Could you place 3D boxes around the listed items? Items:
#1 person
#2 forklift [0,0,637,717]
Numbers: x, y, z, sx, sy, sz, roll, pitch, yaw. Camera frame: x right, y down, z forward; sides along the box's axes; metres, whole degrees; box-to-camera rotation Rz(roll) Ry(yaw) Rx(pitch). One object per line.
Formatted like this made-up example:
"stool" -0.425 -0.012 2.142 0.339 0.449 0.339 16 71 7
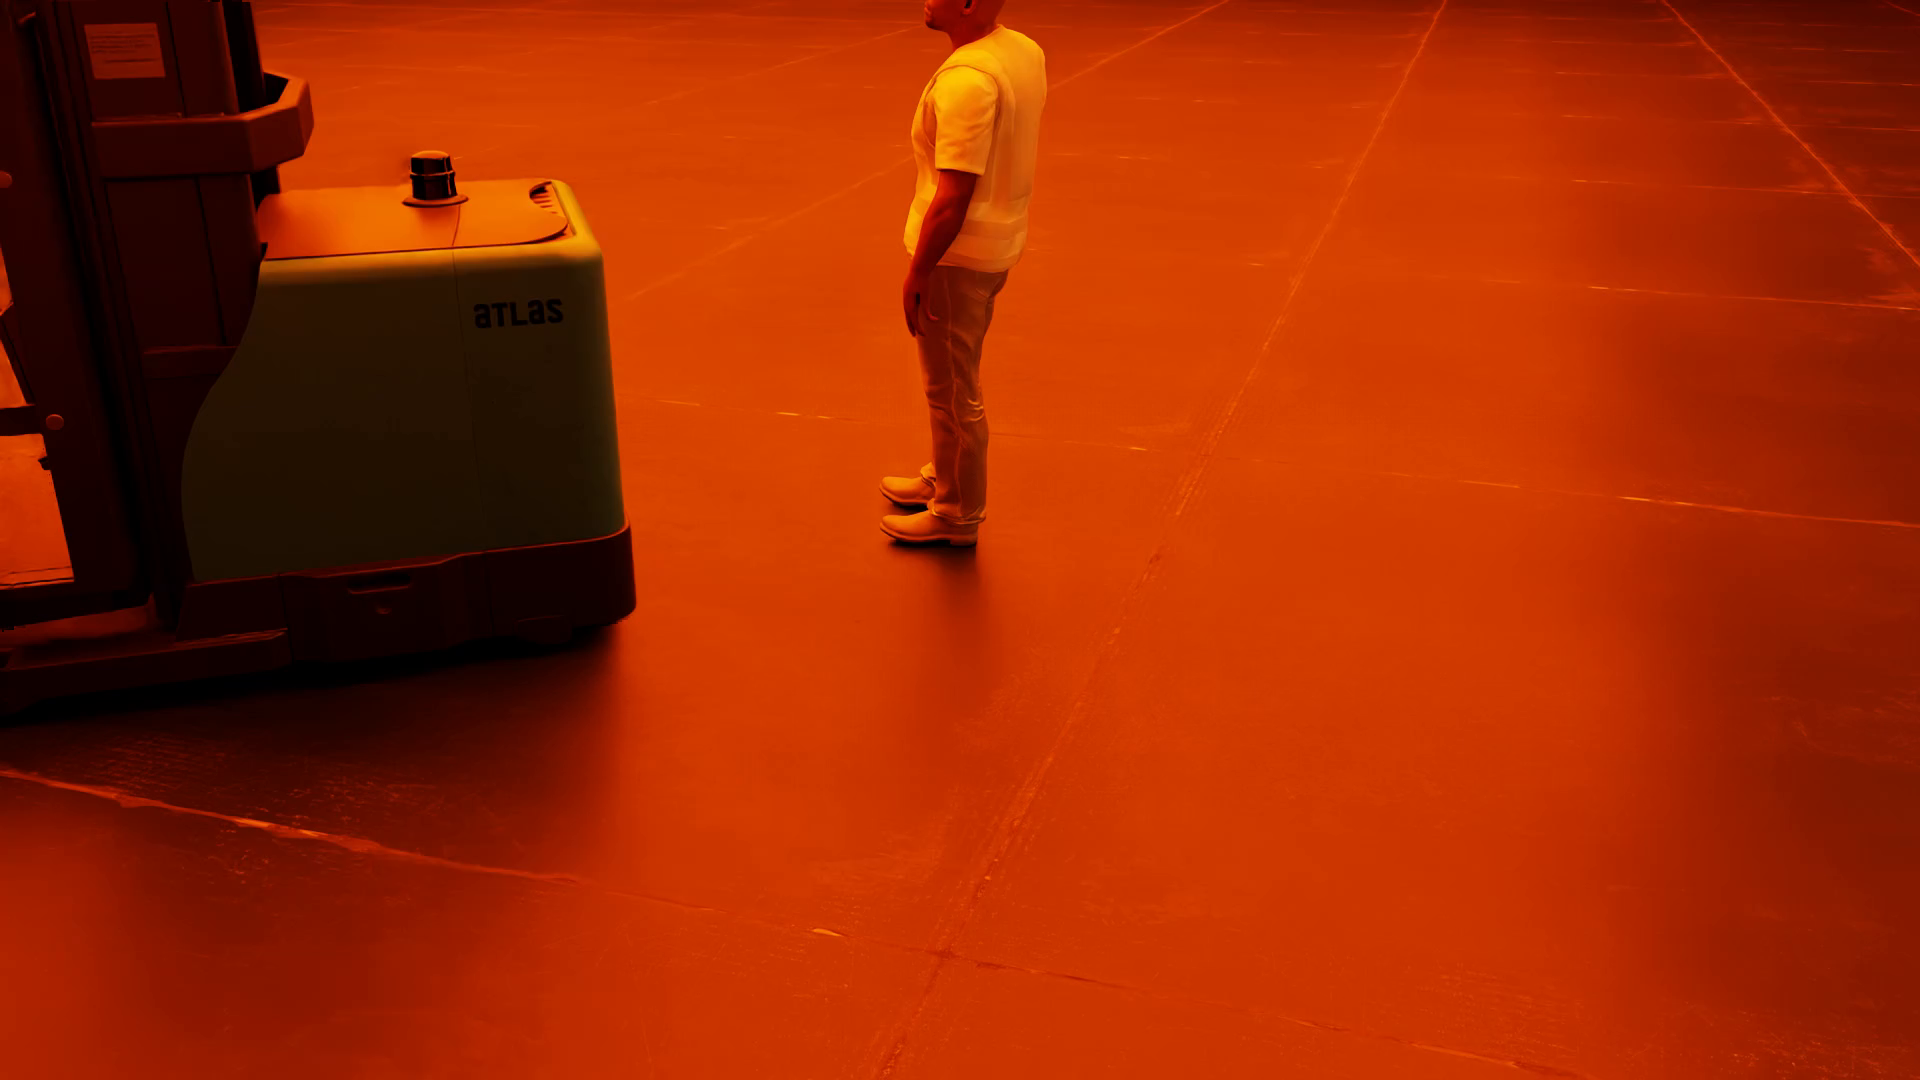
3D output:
"person" -0.066 -0.833 4.804 0.575 1.768 0.666 7 23 16
"forklift" -2.450 -1.100 3.945 3.031 2.935 1.130 -7 23 -16
